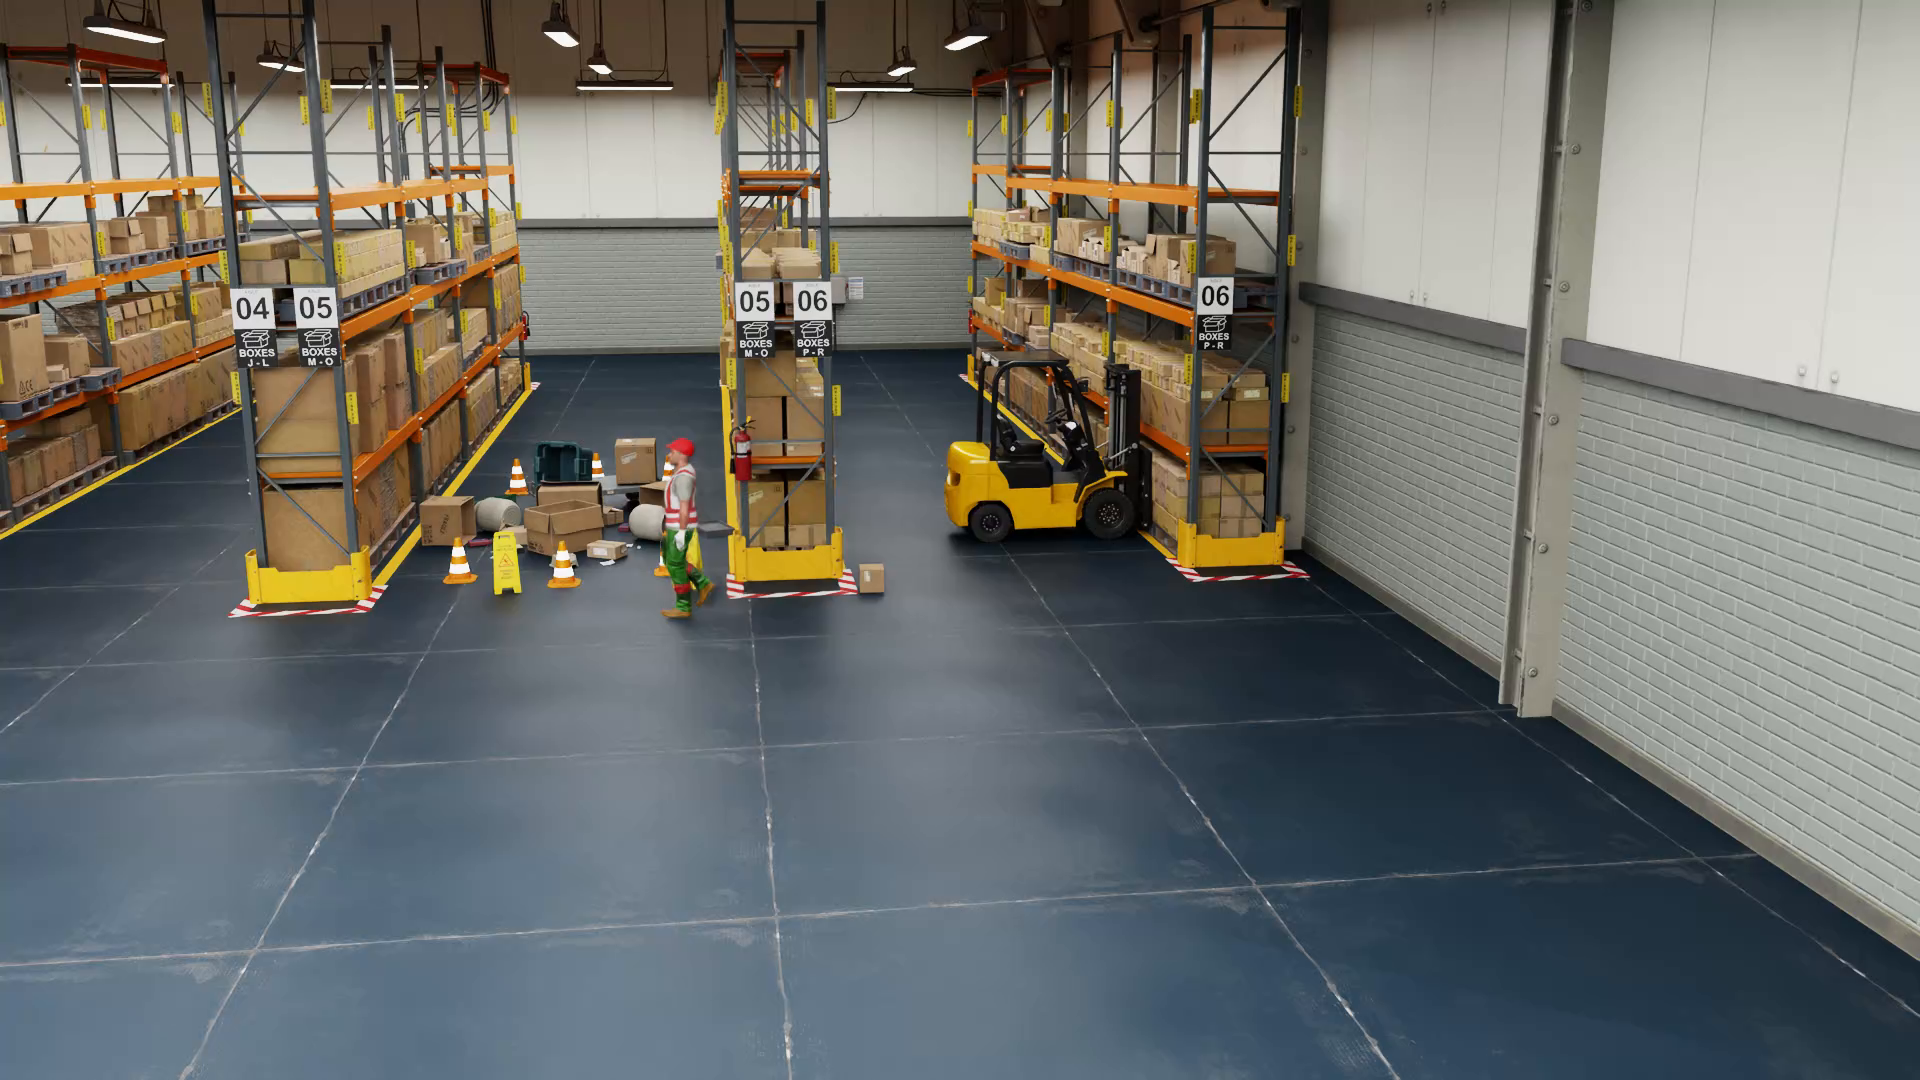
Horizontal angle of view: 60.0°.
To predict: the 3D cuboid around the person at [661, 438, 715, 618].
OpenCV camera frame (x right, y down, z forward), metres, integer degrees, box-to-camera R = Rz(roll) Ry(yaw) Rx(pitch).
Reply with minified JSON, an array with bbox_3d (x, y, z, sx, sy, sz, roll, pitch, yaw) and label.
[{"bbox_3d":[-2.701,-0.125,16.358,0.535,1.780,0.570,-1,13,-6],"label":"person"}]
